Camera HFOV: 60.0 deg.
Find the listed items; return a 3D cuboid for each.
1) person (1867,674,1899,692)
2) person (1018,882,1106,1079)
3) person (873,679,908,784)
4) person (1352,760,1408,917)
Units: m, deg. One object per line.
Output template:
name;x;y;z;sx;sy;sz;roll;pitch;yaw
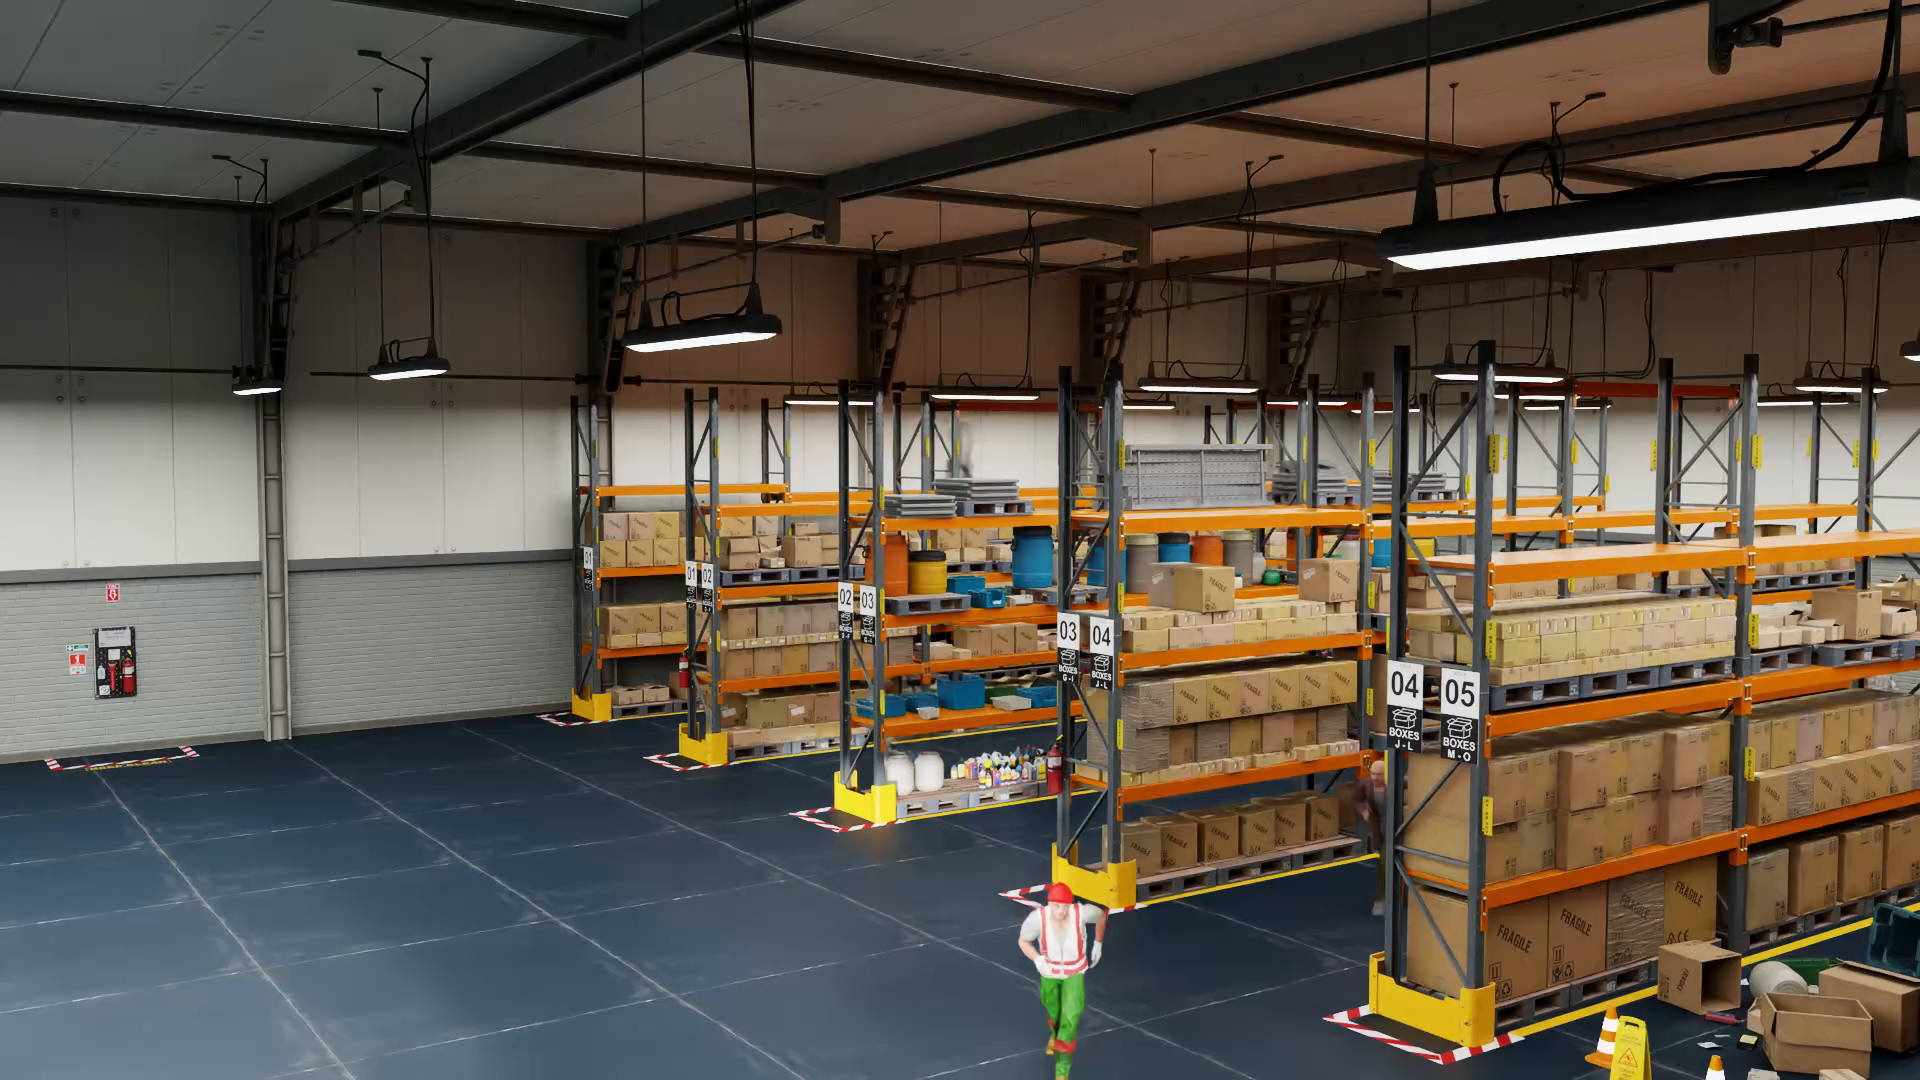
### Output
person;15.611;2.654;28.218;0.622;1.662;0.545;-1;4;-16
person;0.823;3.528;13.434;0.704;1.732;1.056;0;3;2
person;-1.017;2.884;25.121;0.645;1.584;0.541;-2;4;-29
person;4.760;3.243;18.365;0.752;1.744;1.068;2;4;34
